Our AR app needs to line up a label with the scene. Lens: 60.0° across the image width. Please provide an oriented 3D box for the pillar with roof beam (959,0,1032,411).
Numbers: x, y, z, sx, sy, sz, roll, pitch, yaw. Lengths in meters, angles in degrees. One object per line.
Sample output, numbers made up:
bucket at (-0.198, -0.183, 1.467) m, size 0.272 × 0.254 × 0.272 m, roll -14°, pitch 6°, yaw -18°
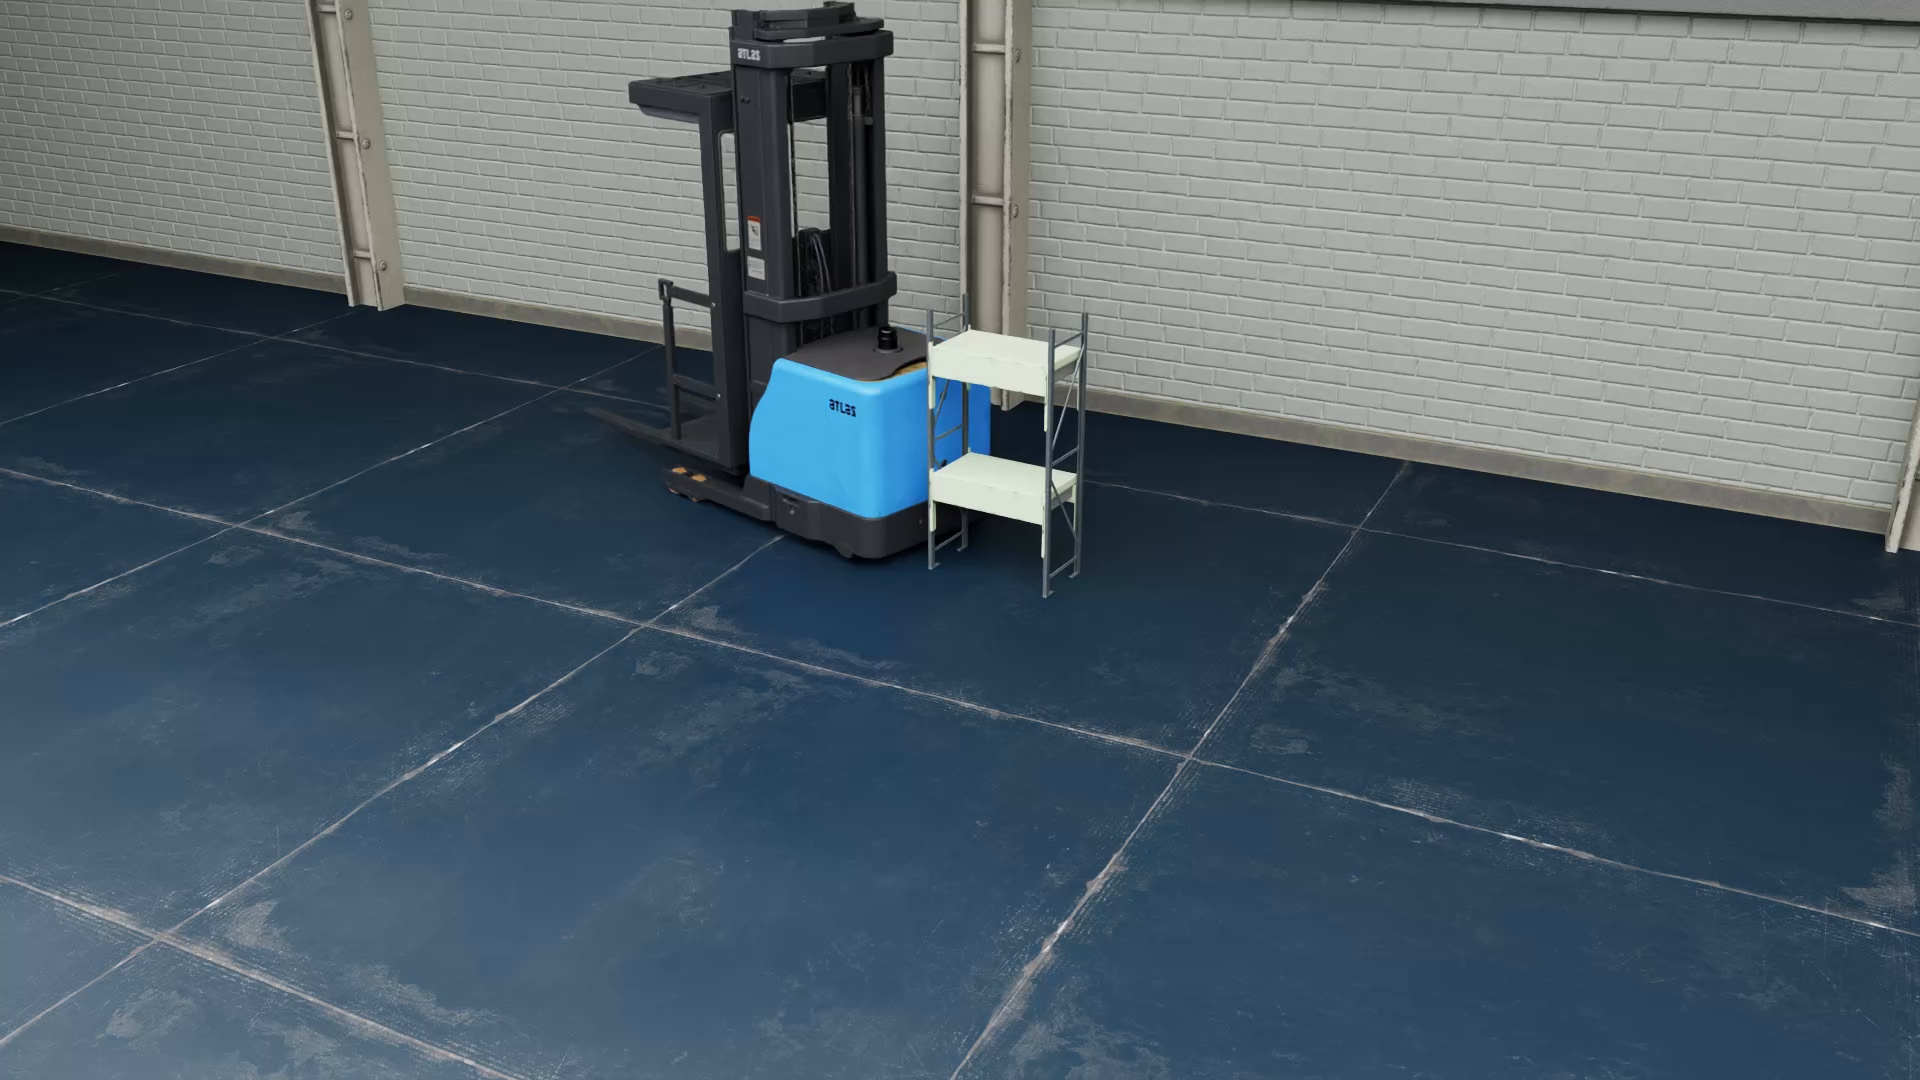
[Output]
pillar with roof beam at (-1.705, -3.652, 6.839) m, size 0.400 × 9.000 × 9.100 m, roll 11°, pitch 25°, yaw 25°

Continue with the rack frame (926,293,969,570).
rack frame at (-0.065, -0.590, 9.222) m, size 0.023 × 1.500 × 0.400 m, roll 13°, pitch 26°, yaw 29°

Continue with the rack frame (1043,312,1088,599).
rack frame at (0.561, -0.442, 8.872) m, size 0.023 × 1.500 × 0.400 m, roll 13°, pitch 26°, yaw 29°

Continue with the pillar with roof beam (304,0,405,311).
pillar with roof beam at (-7.060, -4.712, 9.331) m, size 0.400 × 9.000 × 9.100 m, roll 11°, pitch 25°, yaw 25°

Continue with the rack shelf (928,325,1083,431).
rack shelf at (0.248, -0.875, 8.894) m, size 0.720 × 0.370 × 0.431 m, roll 13°, pitch 26°, yaw 29°

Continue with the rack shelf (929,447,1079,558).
rack shelf at (0.248, -0.216, 9.174) m, size 0.720 × 0.370 × 0.431 m, roll 13°, pitch 26°, yaw 29°

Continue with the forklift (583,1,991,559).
forklift at (-1.224, -1.716, 10.040) m, size 3.031 × 2.935 × 1.130 m, roll 20°, pitch 30°, yaw 39°

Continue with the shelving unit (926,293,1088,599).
shelving unit at (0.248, -0.516, 9.047) m, size 0.755 × 1.500 × 0.431 m, roll 13°, pitch 26°, yaw 29°

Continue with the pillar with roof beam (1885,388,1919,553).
pillar with roof beam at (3.649, -2.593, 4.348) m, size 0.400 × 9.000 × 9.100 m, roll 11°, pitch 25°, yaw 25°
